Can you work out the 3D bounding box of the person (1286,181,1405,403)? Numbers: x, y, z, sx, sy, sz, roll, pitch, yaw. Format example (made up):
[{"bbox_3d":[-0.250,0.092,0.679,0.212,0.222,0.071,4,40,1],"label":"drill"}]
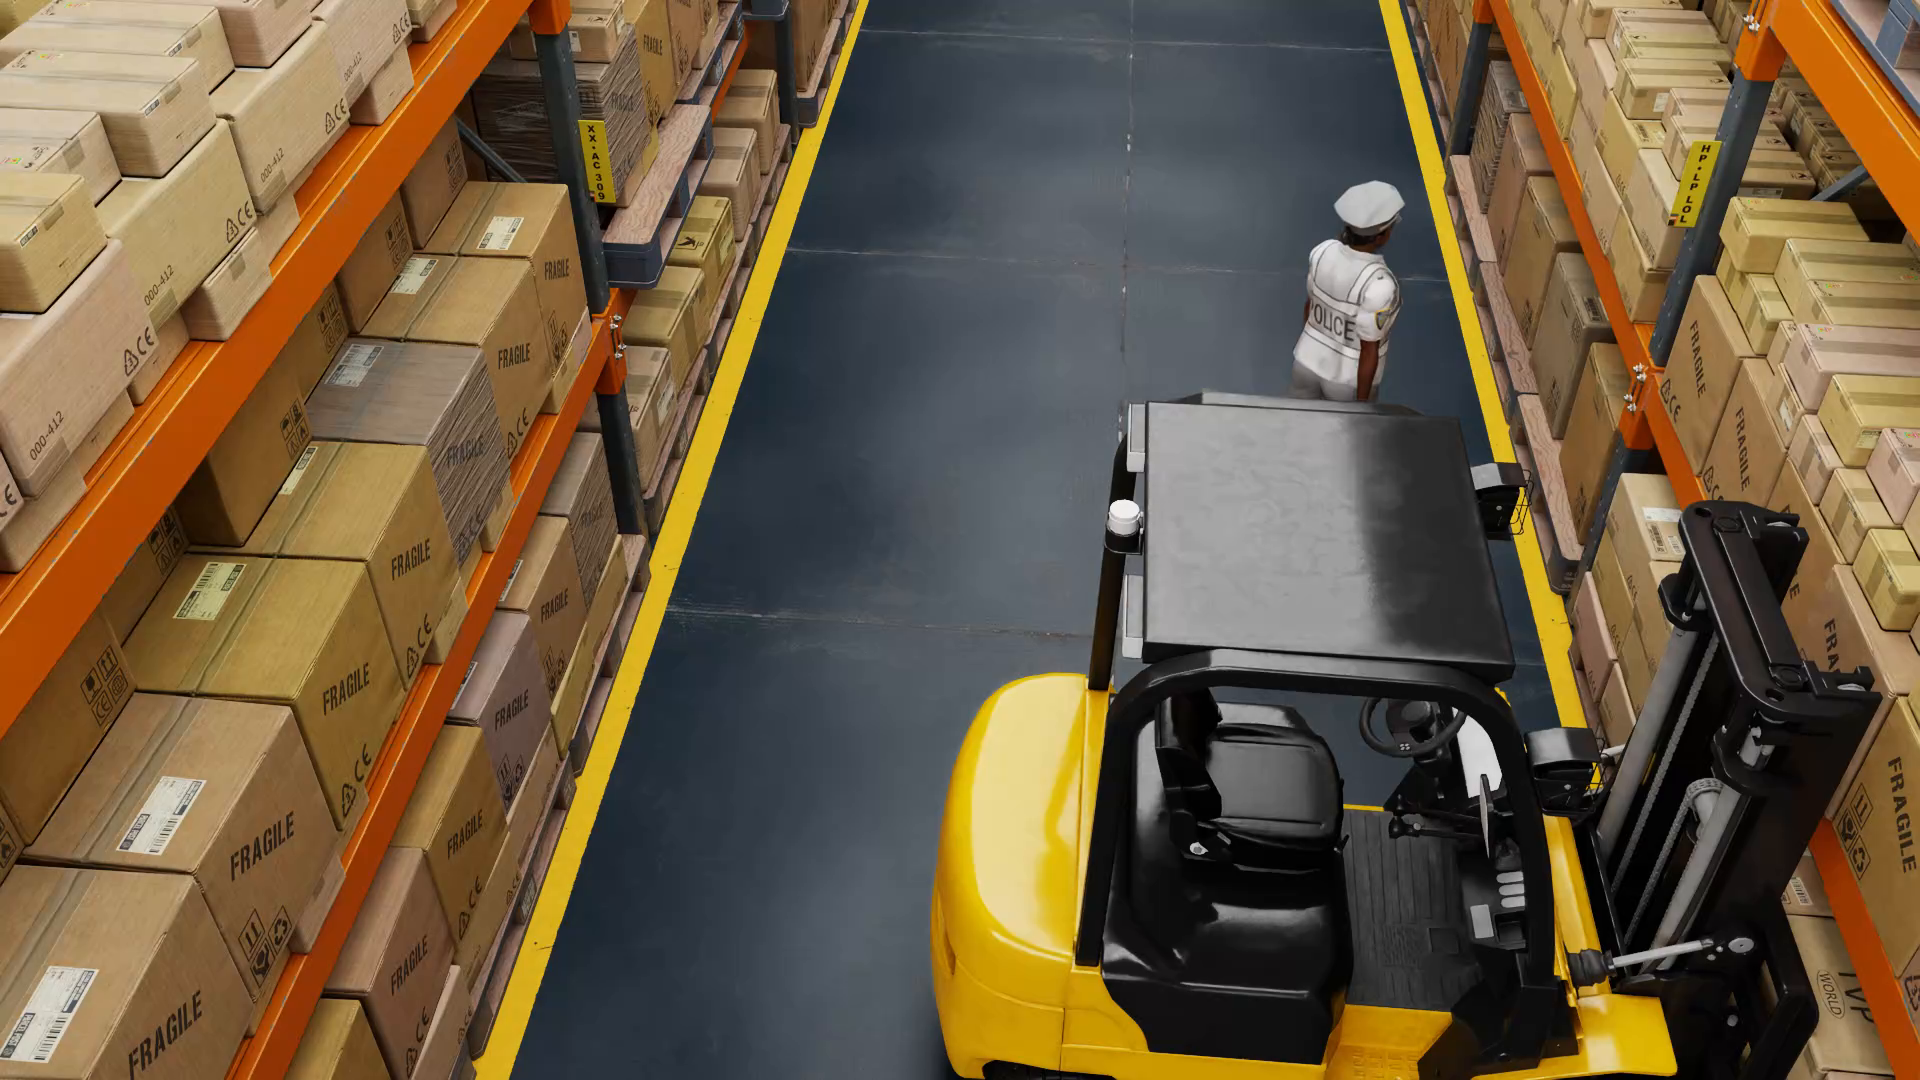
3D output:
[{"bbox_3d":[1.553,-0.703,6.955,0.630,1.680,0.467,-29,48,-30],"label":"person"}]
